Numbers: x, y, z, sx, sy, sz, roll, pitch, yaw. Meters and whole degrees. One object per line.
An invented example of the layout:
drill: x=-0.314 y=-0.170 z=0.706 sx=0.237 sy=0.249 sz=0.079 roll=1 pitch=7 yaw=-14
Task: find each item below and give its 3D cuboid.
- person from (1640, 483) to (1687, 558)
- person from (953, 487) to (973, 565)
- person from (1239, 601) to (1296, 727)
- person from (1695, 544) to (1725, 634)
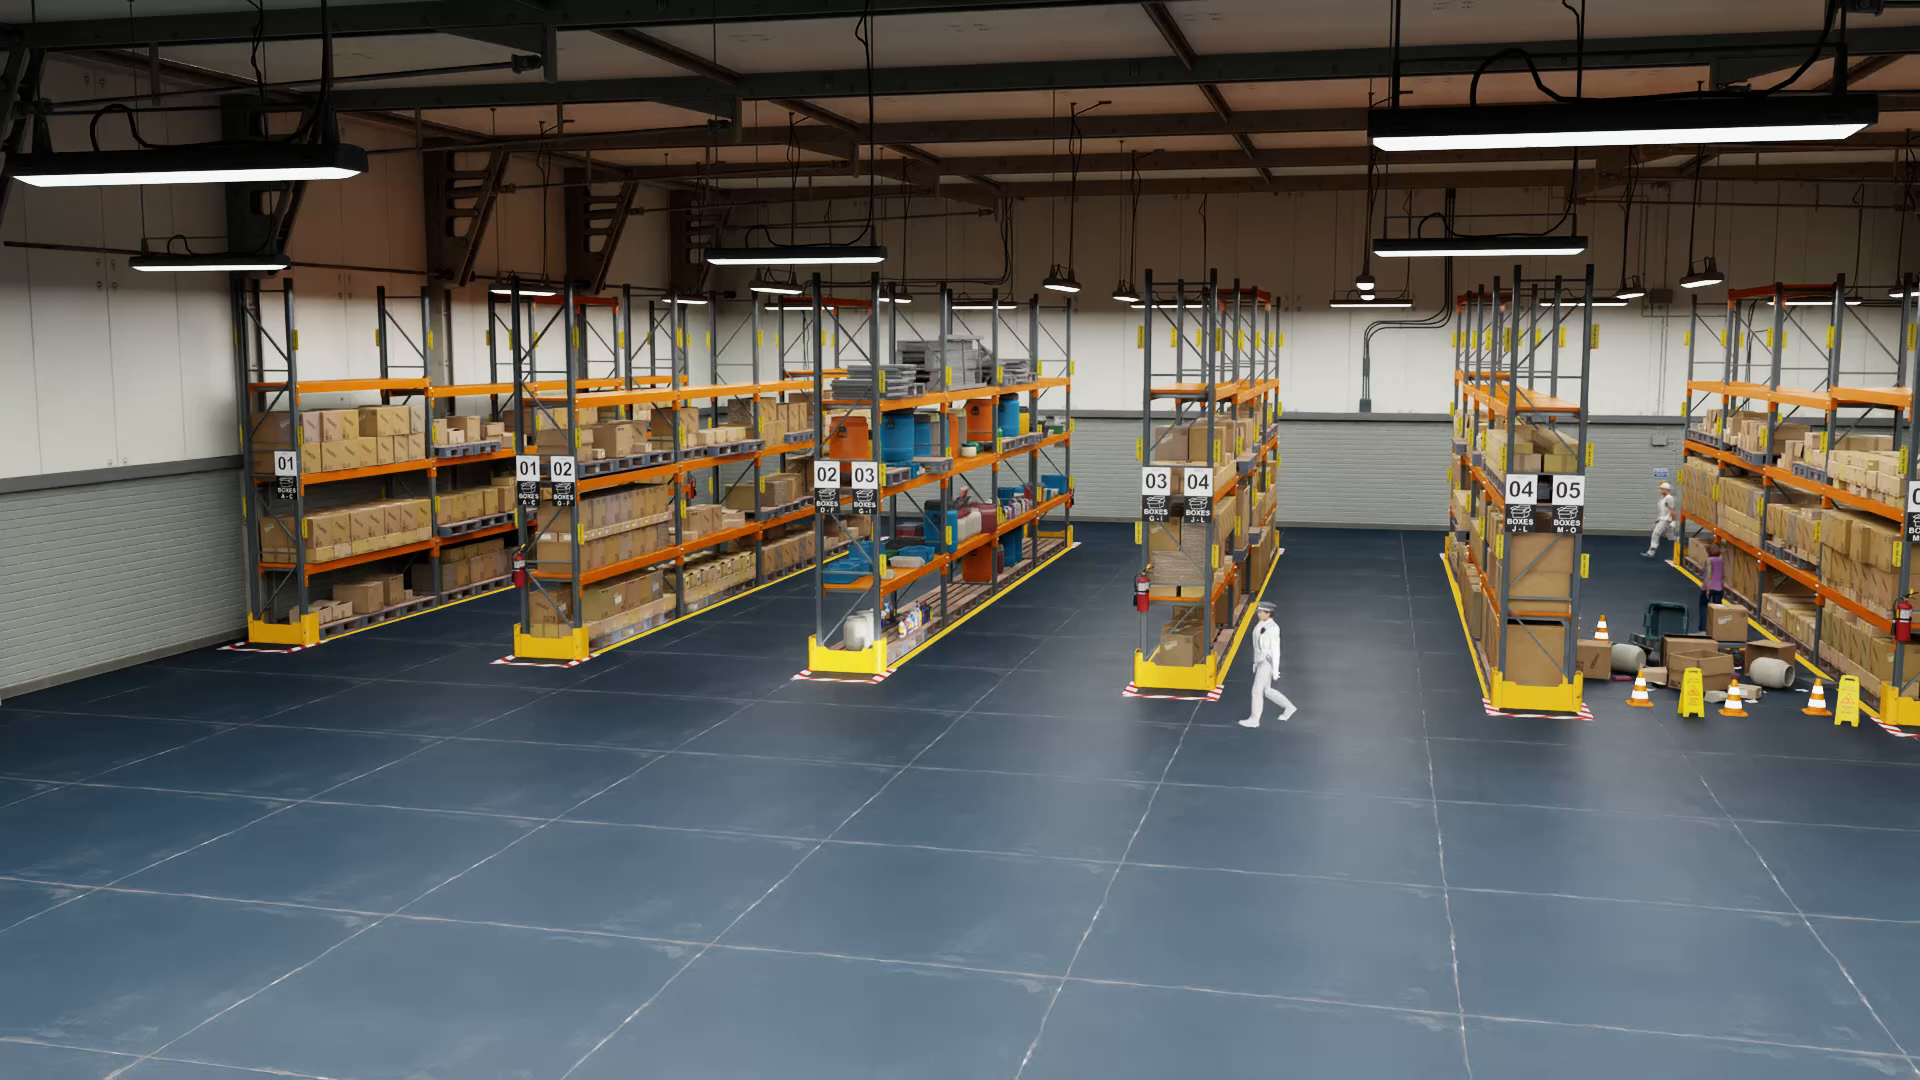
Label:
person: x=16.227 y=-0.445 z=38.213 sx=1.075 sy=1.747 sz=0.508 roll=2 pitch=7 yaw=14
person: x=-0.005 y=-0.328 z=37.490 sx=0.574 sy=1.743 sz=0.766 roll=6 pitch=9 yaw=40
person: x=4.012 y=1.601 z=21.623 sx=0.842 sy=1.644 sz=0.518 roll=-1 pitch=7 yaw=-9
person: x=12.696 y=0.884 z=28.002 sx=0.407 sy=1.625 sz=0.622 roll=1 pitch=7 yaw=5
